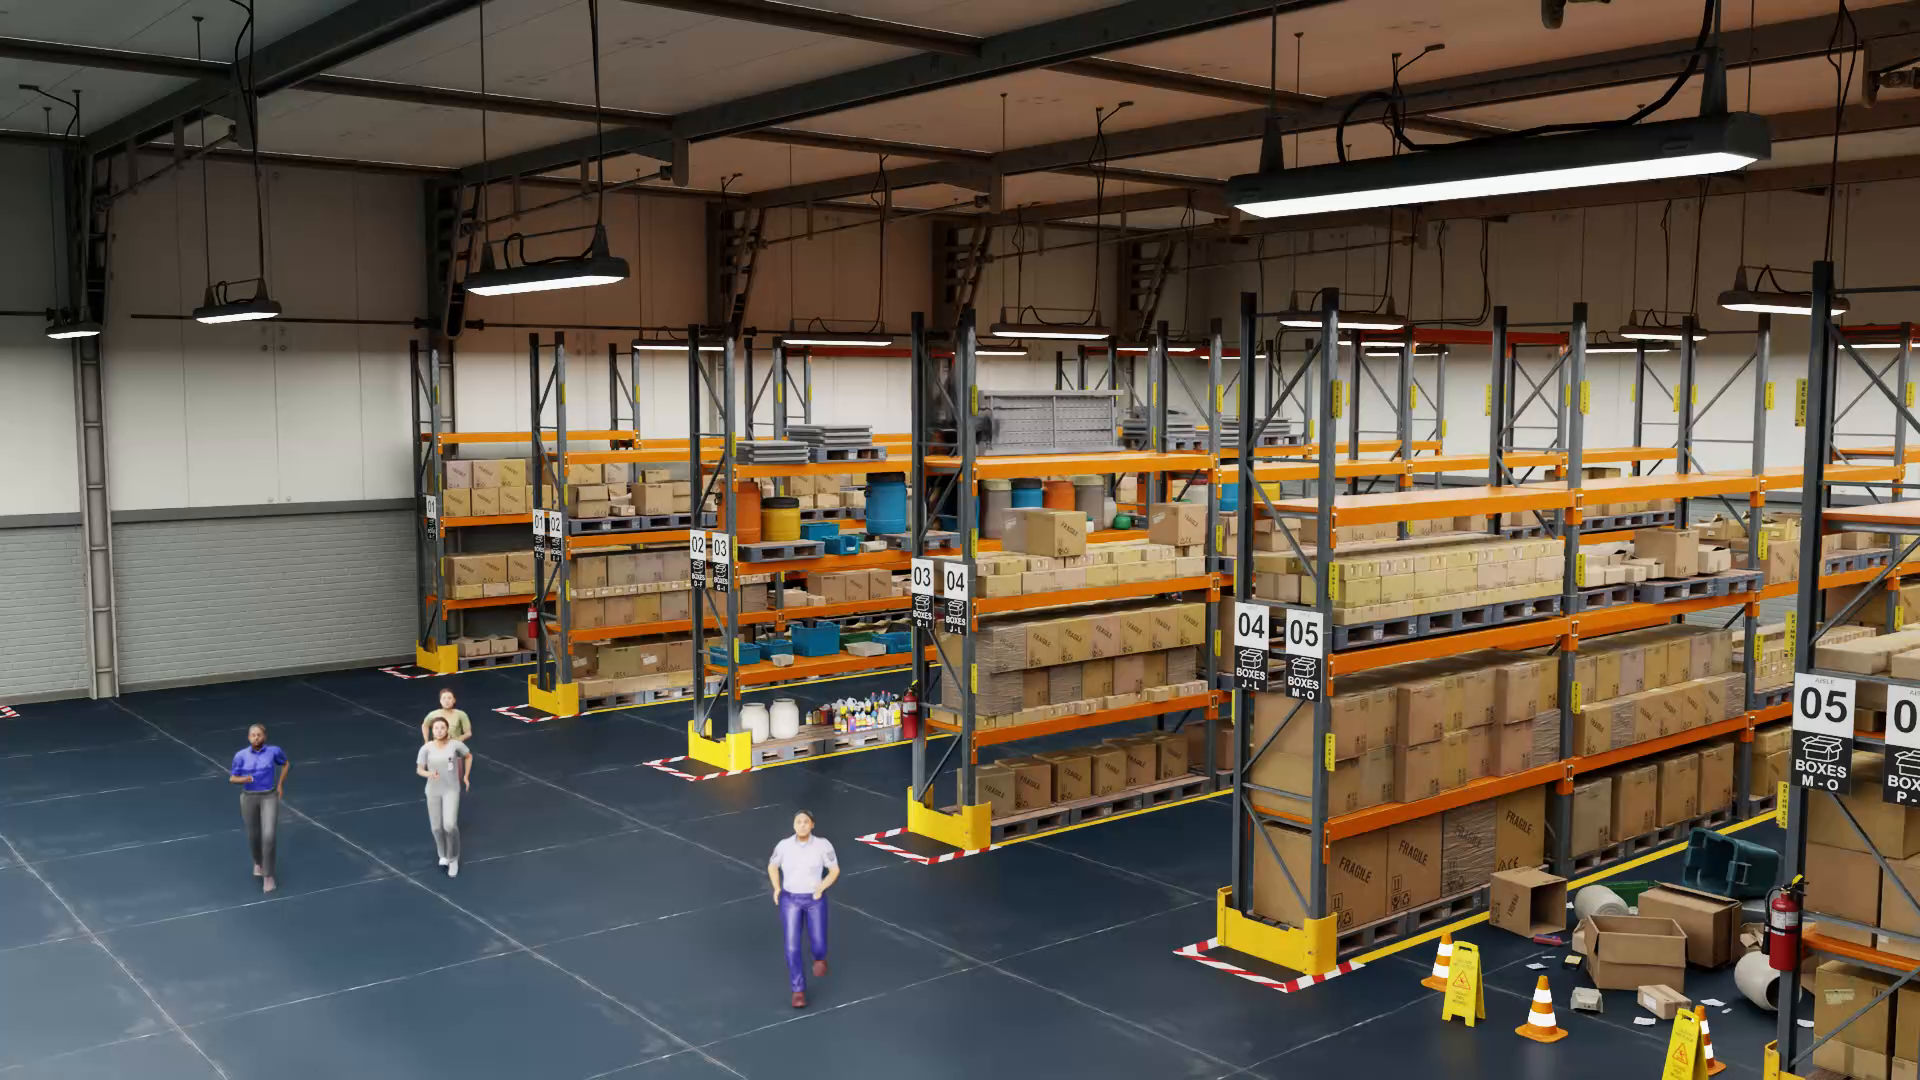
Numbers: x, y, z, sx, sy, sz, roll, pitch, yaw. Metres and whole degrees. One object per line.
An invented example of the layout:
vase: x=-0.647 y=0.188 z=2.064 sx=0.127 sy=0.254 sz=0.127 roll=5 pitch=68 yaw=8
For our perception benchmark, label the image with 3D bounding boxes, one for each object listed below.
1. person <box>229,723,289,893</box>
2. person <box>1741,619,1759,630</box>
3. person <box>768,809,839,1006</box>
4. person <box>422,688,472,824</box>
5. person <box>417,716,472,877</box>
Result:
person: x=-7.245 y=2.748 z=17.216 sx=0.560 sy=1.713 sz=0.728 roll=-2 pitch=6 yaw=-18
person: x=11.652 y=2.023 z=24.429 sx=0.801 sy=1.850 sz=0.619 roll=-4 pitch=6 yaw=-35
person: x=-1.328 y=3.067 z=14.089 sx=0.613 sy=1.599 sz=0.687 roll=0 pitch=5 yaw=-1
person: x=-5.933 y=2.552 z=19.267 sx=0.548 sy=1.696 sz=0.698 roll=-2 pitch=6 yaw=-18
person: x=-5.461 y=2.707 z=17.609 sx=0.532 sy=1.693 sz=0.707 roll=-1 pitch=5 yaw=-8
